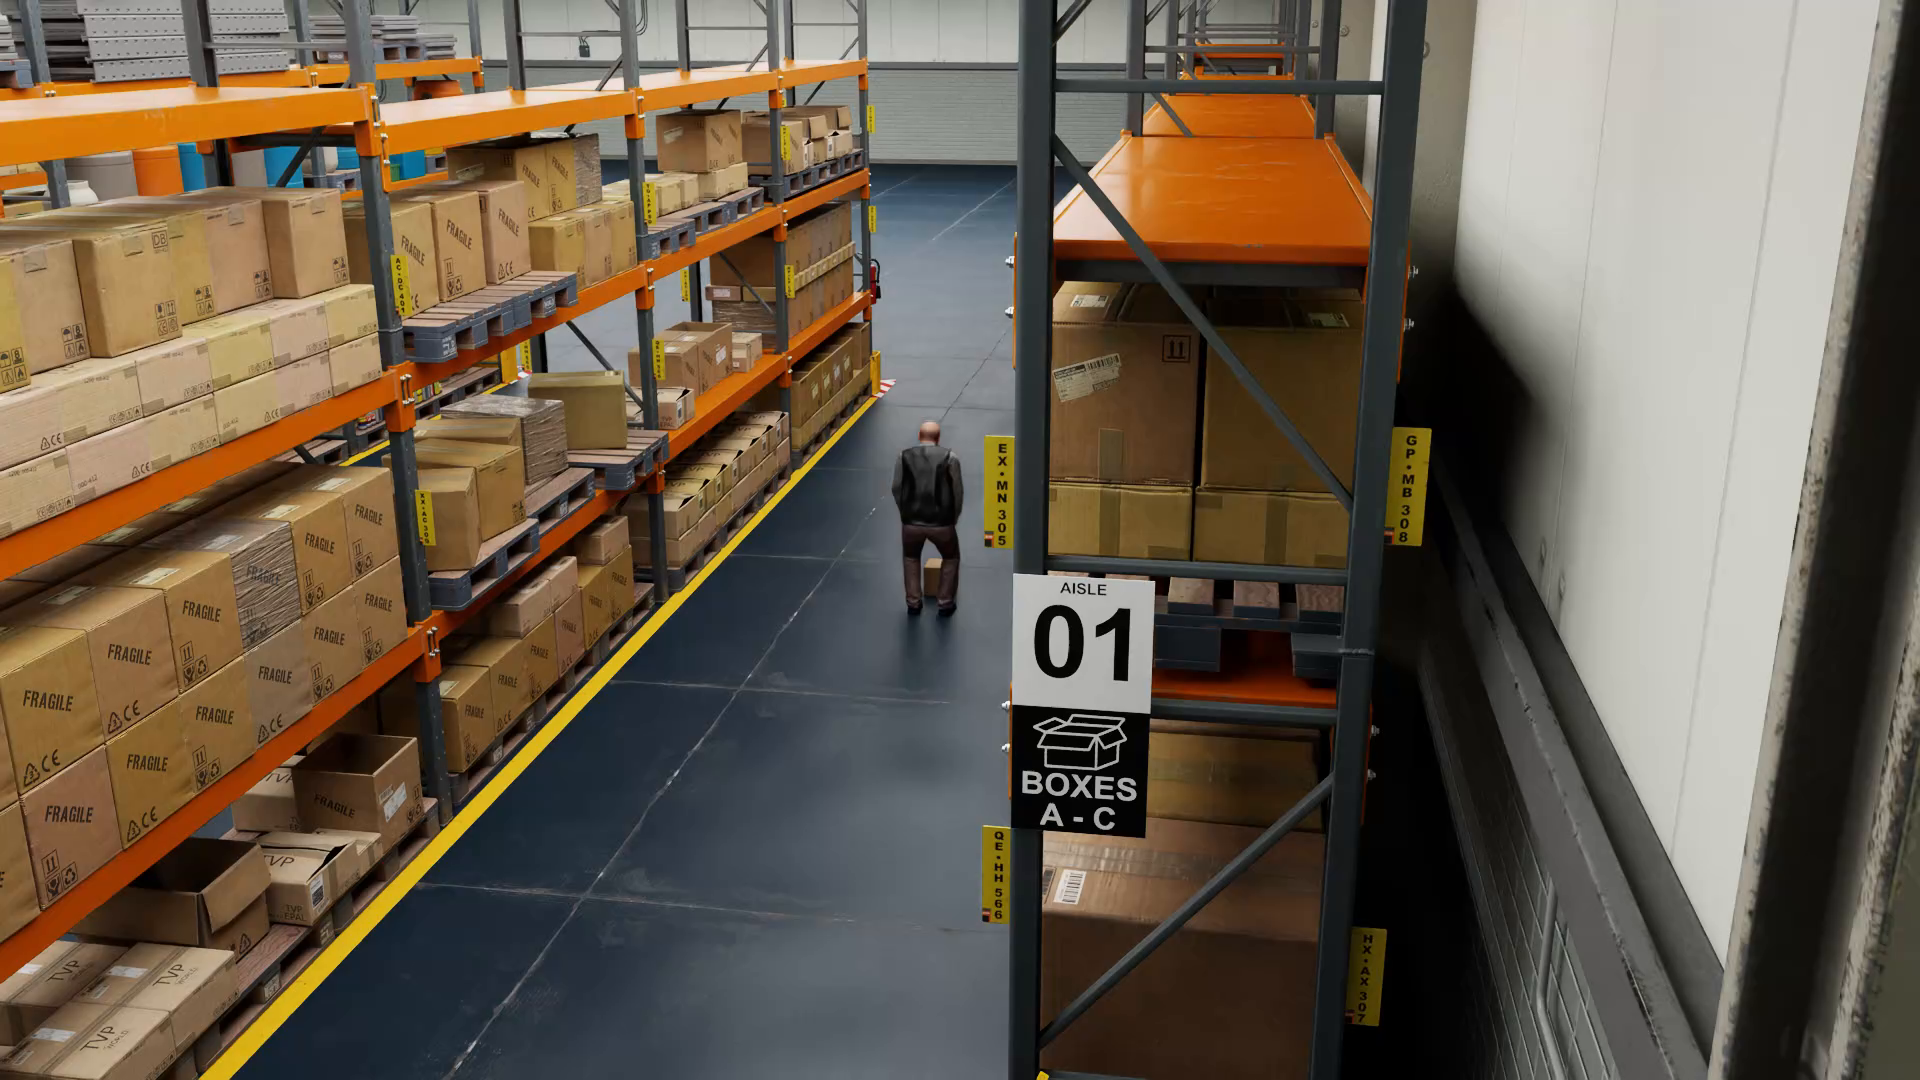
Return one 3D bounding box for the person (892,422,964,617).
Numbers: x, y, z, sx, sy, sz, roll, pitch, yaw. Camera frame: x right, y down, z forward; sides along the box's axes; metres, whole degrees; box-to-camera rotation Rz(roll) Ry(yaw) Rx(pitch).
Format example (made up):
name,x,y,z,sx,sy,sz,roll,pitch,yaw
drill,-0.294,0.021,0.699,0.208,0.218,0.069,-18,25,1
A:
name,x,y,z,sx,sy,sz,roll,pitch,yaw
person,-0.271,-0.156,13.400,0.586,1.538,0.602,3,18,9
